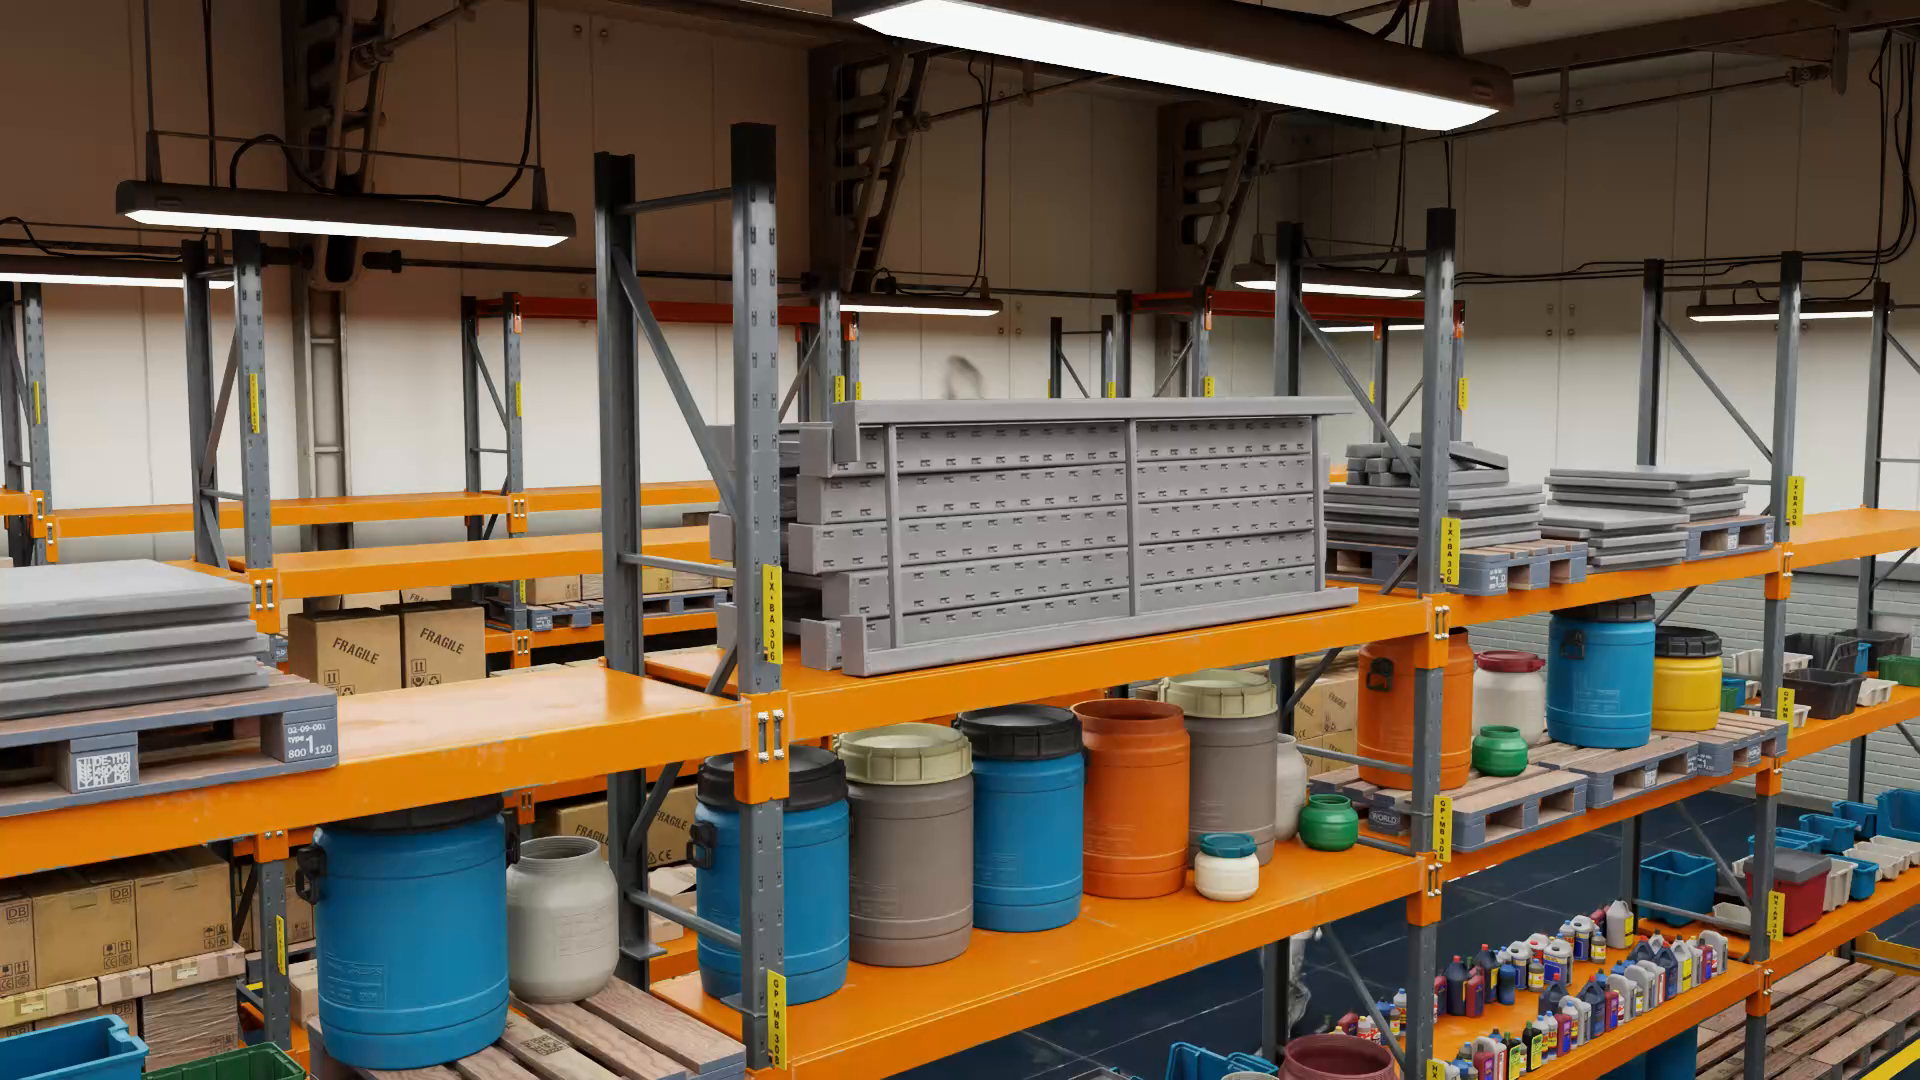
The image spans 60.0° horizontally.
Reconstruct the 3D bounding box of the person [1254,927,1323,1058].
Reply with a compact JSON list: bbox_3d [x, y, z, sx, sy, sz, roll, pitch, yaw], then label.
[{"bbox_3d":[2.532,3.044,12.881,0.691,1.762,0.988,5,7,41],"label":"person"}]
